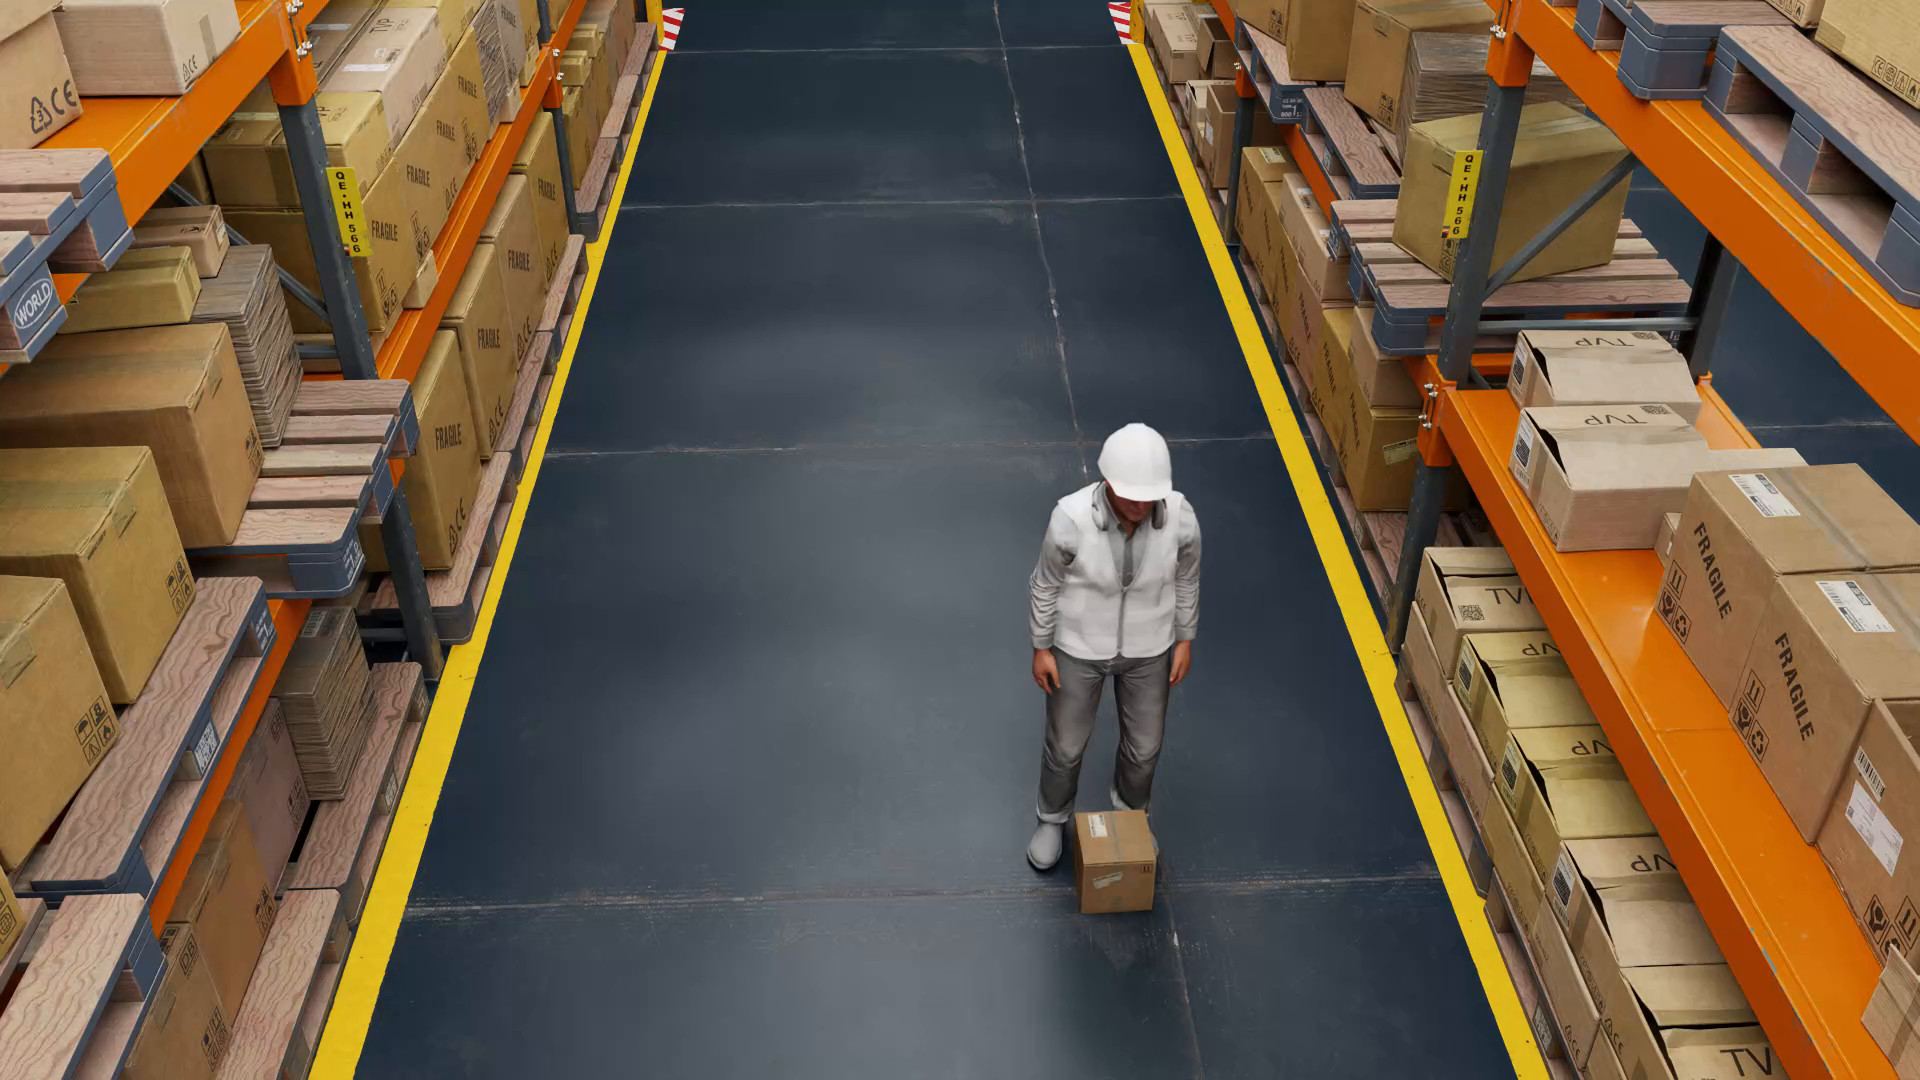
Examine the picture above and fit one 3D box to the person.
[{"bbox_3d":[0.518,0.355,5.616,0.576,1.770,0.464,-3,35,-4],"label":"person"}]
